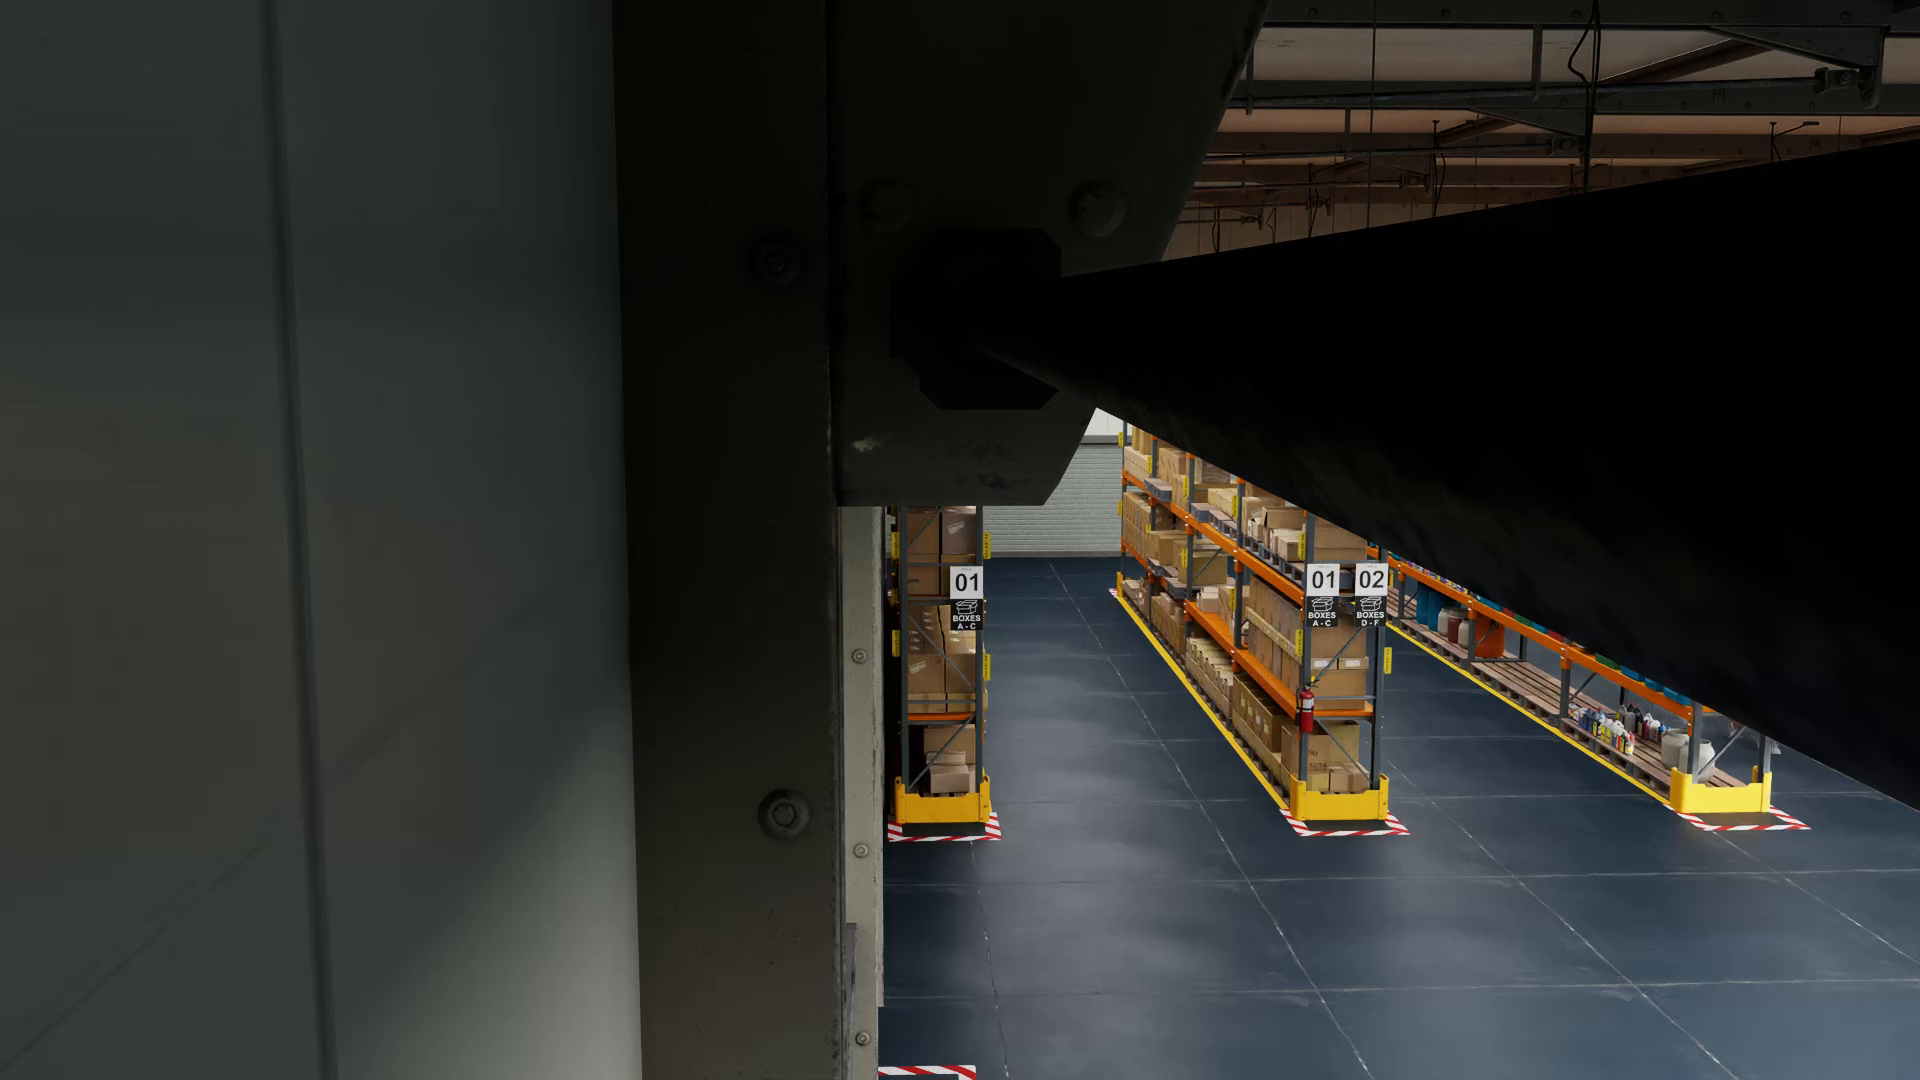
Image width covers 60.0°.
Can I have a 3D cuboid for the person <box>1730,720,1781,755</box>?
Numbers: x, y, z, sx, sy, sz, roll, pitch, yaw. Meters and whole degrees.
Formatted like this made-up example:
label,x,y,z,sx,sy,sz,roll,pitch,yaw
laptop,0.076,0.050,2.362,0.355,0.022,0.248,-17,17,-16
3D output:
label,x,y,z,sx,sy,sz,roll,pitch,yaw
person,11.545,2.242,23.904,0.574,1.516,1.037,-2,8,-13
